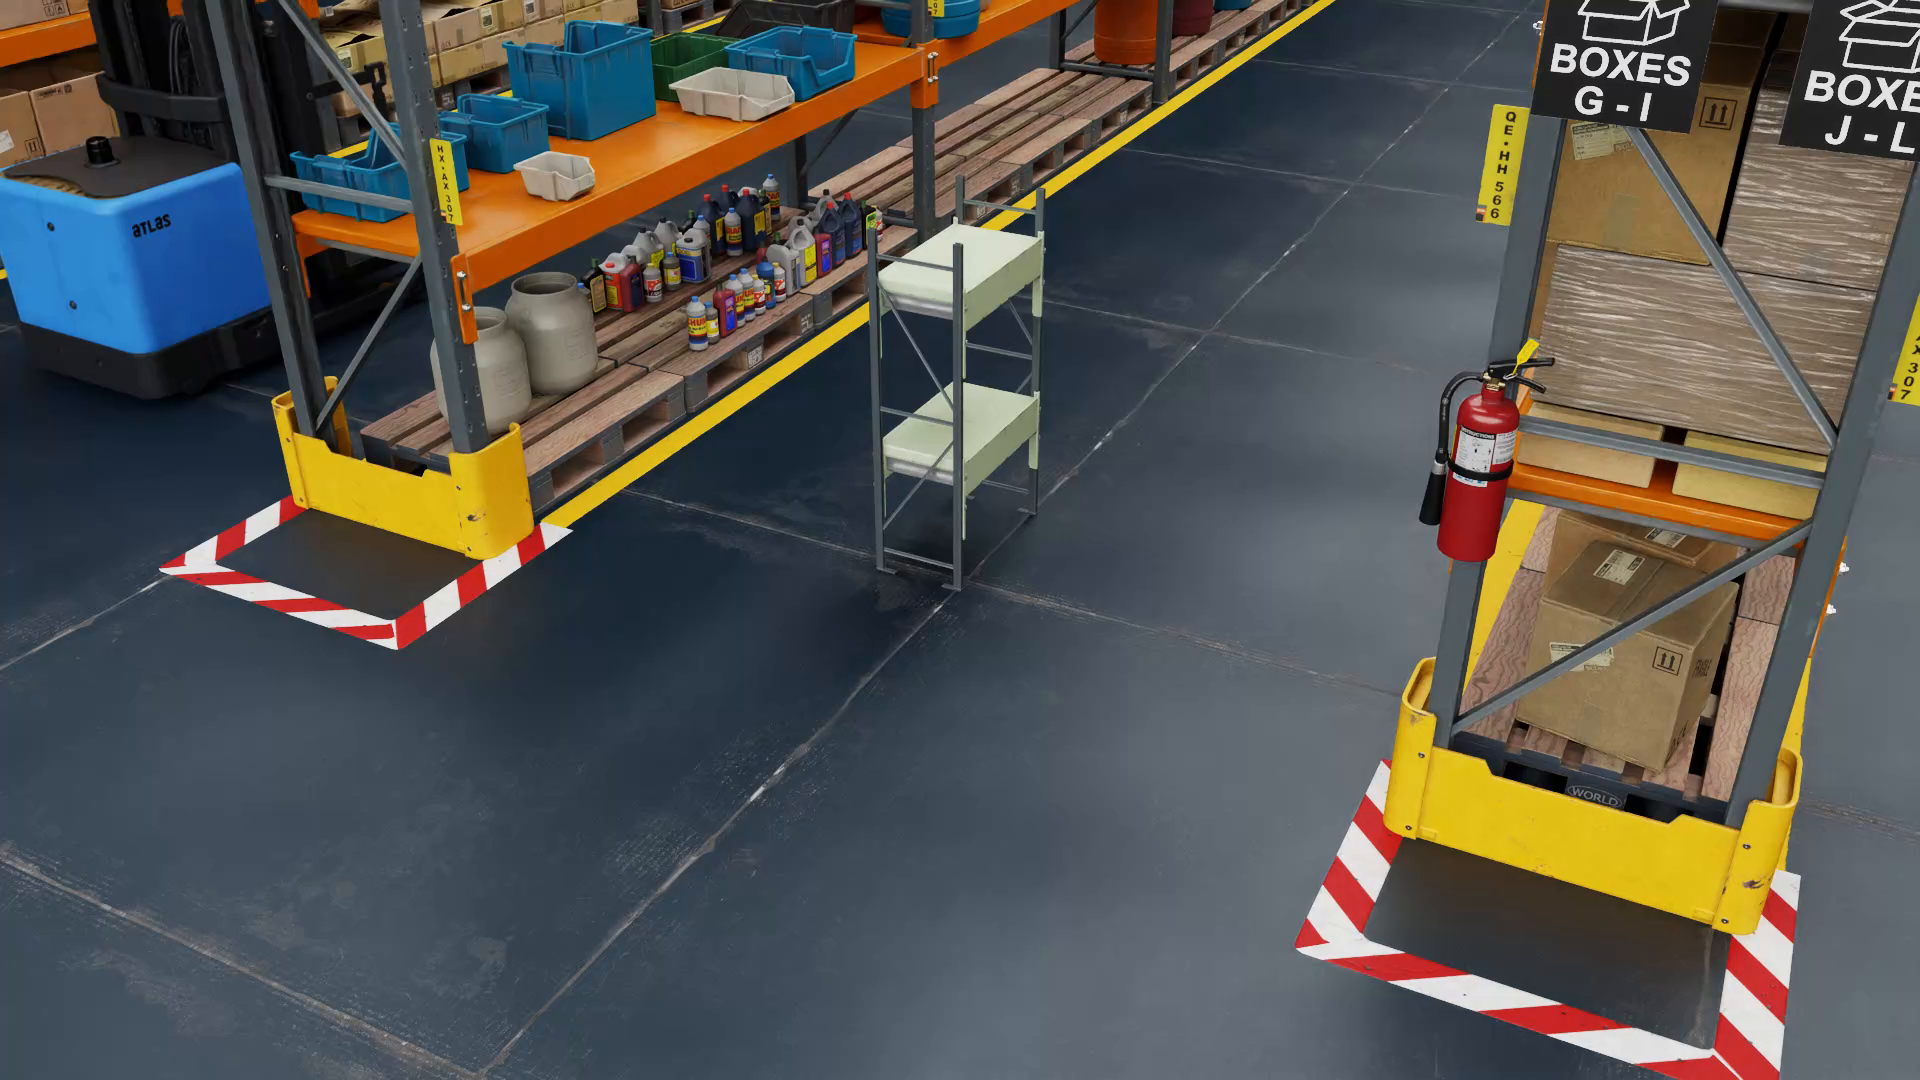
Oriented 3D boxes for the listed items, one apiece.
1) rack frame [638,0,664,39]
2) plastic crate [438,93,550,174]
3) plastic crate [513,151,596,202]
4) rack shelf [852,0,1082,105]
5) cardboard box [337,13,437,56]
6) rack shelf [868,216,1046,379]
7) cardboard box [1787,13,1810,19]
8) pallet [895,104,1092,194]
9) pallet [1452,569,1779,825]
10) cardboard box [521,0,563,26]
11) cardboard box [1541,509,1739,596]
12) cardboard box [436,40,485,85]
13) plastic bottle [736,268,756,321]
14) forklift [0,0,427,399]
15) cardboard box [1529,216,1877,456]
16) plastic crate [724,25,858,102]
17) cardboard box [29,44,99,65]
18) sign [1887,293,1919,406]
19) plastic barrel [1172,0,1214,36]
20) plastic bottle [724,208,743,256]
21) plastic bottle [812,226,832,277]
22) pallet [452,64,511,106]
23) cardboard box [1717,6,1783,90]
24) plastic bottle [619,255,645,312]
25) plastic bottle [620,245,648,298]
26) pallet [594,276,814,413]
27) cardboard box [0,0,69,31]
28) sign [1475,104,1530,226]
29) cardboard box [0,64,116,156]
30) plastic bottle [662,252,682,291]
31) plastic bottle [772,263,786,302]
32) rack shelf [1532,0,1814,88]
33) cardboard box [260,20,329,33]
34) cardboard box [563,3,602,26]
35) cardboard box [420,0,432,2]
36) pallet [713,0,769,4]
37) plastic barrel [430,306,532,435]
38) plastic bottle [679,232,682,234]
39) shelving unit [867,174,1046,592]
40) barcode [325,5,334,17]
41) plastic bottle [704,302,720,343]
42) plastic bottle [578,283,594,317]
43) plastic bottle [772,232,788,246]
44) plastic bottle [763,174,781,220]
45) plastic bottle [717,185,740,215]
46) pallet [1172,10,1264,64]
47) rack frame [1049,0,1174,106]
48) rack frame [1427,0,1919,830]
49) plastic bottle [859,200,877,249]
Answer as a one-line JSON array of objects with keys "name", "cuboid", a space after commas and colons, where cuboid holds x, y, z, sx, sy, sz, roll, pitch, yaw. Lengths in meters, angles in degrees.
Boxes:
[{"name": "rack frame", "cuboid": [-3.207, -6.041, 14.757, 1.000, 3.000, 0.127, 14, 33, 23]}, {"name": "plastic crate", "cuboid": [-2.181, -1.881, 7.662, 0.499, 0.251, 0.408, 14, 33, 23]}, {"name": "plastic crate", "cuboid": [-1.750, -1.578, 7.251, 0.298, 0.136, 0.250, 14, 33, 23]}, {"name": "rack shelf", "cuboid": [0.290, -3.717, 11.433, 1.077, 0.370, 4.000, 14, 33, 23]}, {"name": "cardboard box", "cuboid": [-4.387, -3.848, 12.715, 0.500, 0.311, 0.500, 14, 33, 23]}, {"name": "rack shelf", "cuboid": [-0.003, -0.986, 6.677, 0.431, 0.370, 0.720, 14, 33, 23]}, {"name": "cardboard box", "cuboid": [2.919, -1.475, 5.404, 0.500, 0.500, 0.500, 14, 33, 23]}, {"name": "pallet", "cuboid": [0.256, -2.833, 11.971, 1.003, 0.211, 1.213, 14, 33, 23]}, {"name": "pallet", "cuboid": [2.402, 0.578, 6.031, 1.003, 0.211, 1.213, 14, 33, 23]}, {"name": "cardboard box", "cuboid": [-3.690, -4.531, 13.904, 0.500, 0.311, 0.500, 14, 33, 23]}, {"name": "cardboard box", "cuboid": [2.507, 0.111, 6.133, 0.500, 0.500, 0.500, 24, 38, 36]}, {"name": "cardboard box", "cuboid": [-4.158, -3.836, 13.258, 0.500, 0.250, 0.500, 13, 32, 22]}, {"name": "plastic bottle", "cuboid": [-1.139, -1.306, 8.810, 0.097, 0.271, 0.097, 0, 30, 0]}, {"name": "forklift", "cuboid": [-3.744, -2.680, 8.973, 1.130, 2.935, 3.031, 15, 33, 25]}, {"name": "cardboard box", "cuboid": [2.240, -0.655, 4.980, 0.875, 0.500, 0.500, 14, 33, 23]}, {"name": "plastic crate", "cuboid": [-0.884, -2.526, 8.785, 0.499, 0.251, 0.616, 14, 33, 23]}, {"name": "cardboard box", "cuboid": [-5.975, -3.005, 11.056, 0.500, 0.500, 0.500, 14, 33, 23]}, {"name": "sign", "cuboid": [2.449, -0.498, 4.235, 0.100, 0.325, 0.005, 14, 33, 23]}, {"name": "plastic barrel", "cuboid": [1.923, -4.773, 14.550, 0.600, 0.588, 0.708, 14, 33, 23]}, {"name": "plastic bottle", "cuboid": [-1.317, -1.794, 9.661, 0.097, 0.271, 0.097, 0, 30, 0]}, {"name": "plastic bottle", "cuboid": [-0.783, -1.637, 9.375, 0.061, 0.283, 0.133, 17, 34, 27]}, {"name": "pallet", "cuboid": [-4.174, -3.937, 13.893, 1.003, 0.211, 1.213, 14, 33, 23]}, {"name": "cardboard box", "cuboid": [2.449, -1.595, 5.613, 0.500, 0.500, 0.500, 14, 33, 23]}, {"name": "plastic bottle", "cuboid": [-1.763, -1.377, 8.922, 0.061, 0.283, 0.133, 14, 33, 23]}, {"name": "plastic bottle", "cuboid": [-1.795, -1.459, 9.072, 0.152, 0.276, 0.135, 13, 32, 22]}, {"name": "pallet", "cuboid": [-1.519, -1.102, 8.957, 1.003, 0.211, 1.213, 14, 33, 23]}, {"name": "cardboard box", "cuboid": [-5.925, -3.429, 10.108, 0.700, 0.500, 0.500, 15, 33, 25]}, {"name": "sign", "cuboid": [1.480, -1.019, 4.533, 0.100, 0.325, 0.005, 14, 33, 23]}, {"name": "cardboard box", "cuboid": [-5.724, -2.661, 10.458, 0.500, 0.500, 0.500, 14, 33, 23]}, {"name": "plastic bottle", "cuboid": [-1.596, -1.493, 9.206, 0.097, 0.201, 0.097, 0, 30, 0]}, {"name": "plastic bottle", "cuboid": [-1.000, -1.411, 9.063, 0.097, 0.201, 0.097, 0, 30, 0]}, {"name": "rack shelf", "cuboid": [2.877, -2.121, 5.641, 1.077, 0.370, 4.000, 14, 33, 23]}, {"name": "cardboard box", "cuboid": [-5.100, -3.745, 12.536, 0.500, 0.311, 0.500, 14, 33, 23]}, {"name": "cardboard box", "cuboid": [-3.461, -4.513, 14.436, 0.500, 0.250, 0.500, 14, 33, 23]}, {"name": "cardboard box", "cuboid": [-4.407, -4.420, 13.711, 0.500, 0.311, 0.500, 14, 33, 23]}, {"name": "pallet", "cuboid": [-2.277, -5.693, 16.951, 1.003, 0.211, 1.213, 14, 33, 23]}, {"name": "plastic barrel", "cuboid": [-2.212, -0.781, 7.675, 0.421, 0.512, 0.421, 0, 30, 0]}, {"name": "plastic bottle", "cuboid": [-1.594, -1.652, 9.483, 0.097, 0.201, 0.097, 0, 30, 0]}, {"name": "shelving unit", "cuboid": [-0.003, -0.647, 6.871, 0.431, 1.500, 0.755, 14, 33, 23]}, {"name": "barcode", "cuboid": [-4.543, -3.809, 11.976, 0.001, 0.075, 0.075, 14, 33, 23]}, {"name": "plastic bottle", "cuboid": [-1.293, -1.125, 8.566, 0.097, 0.201, 0.097, 0, 30, 0]}, {"name": "plastic bottle", "cuboid": [-1.997, -1.260, 8.800, 0.097, 0.201, 0.097, 0, 30, 0]}, {"name": "plastic bottle", "cuboid": [-0.996, -1.588, 9.289, 0.061, 0.283, 0.133, 14, 33, 23]}, {"name": "plastic bottle", "cuboid": [-1.157, -2.108, 10.207, 0.097, 0.271, 0.097, 0, 30, 0]}, {"name": "plastic bottle", "cuboid": [-1.359, -1.921, 9.801, 0.144, 0.351, 0.185, 15, 33, 25]}, {"name": "pallet", "cuboid": [2.080, -4.604, 15.055, 1.003, 0.211, 1.213, 14, 33, 23]}, {"name": "rack frame", "cuboid": [1.201, -4.915, 12.798, 1.000, 3.000, 0.127, 14, 33, 23]}, {"name": "rack frame", "cuboid": [1.965, -0.245, 4.665, 1.000, 3.000, 0.127, 14, 33, 23]}, {"name": "plastic bottle", "cuboid": [-0.547, -1.867, 9.775, 0.061, 0.283, 0.133, 16, 34, 26]}]
